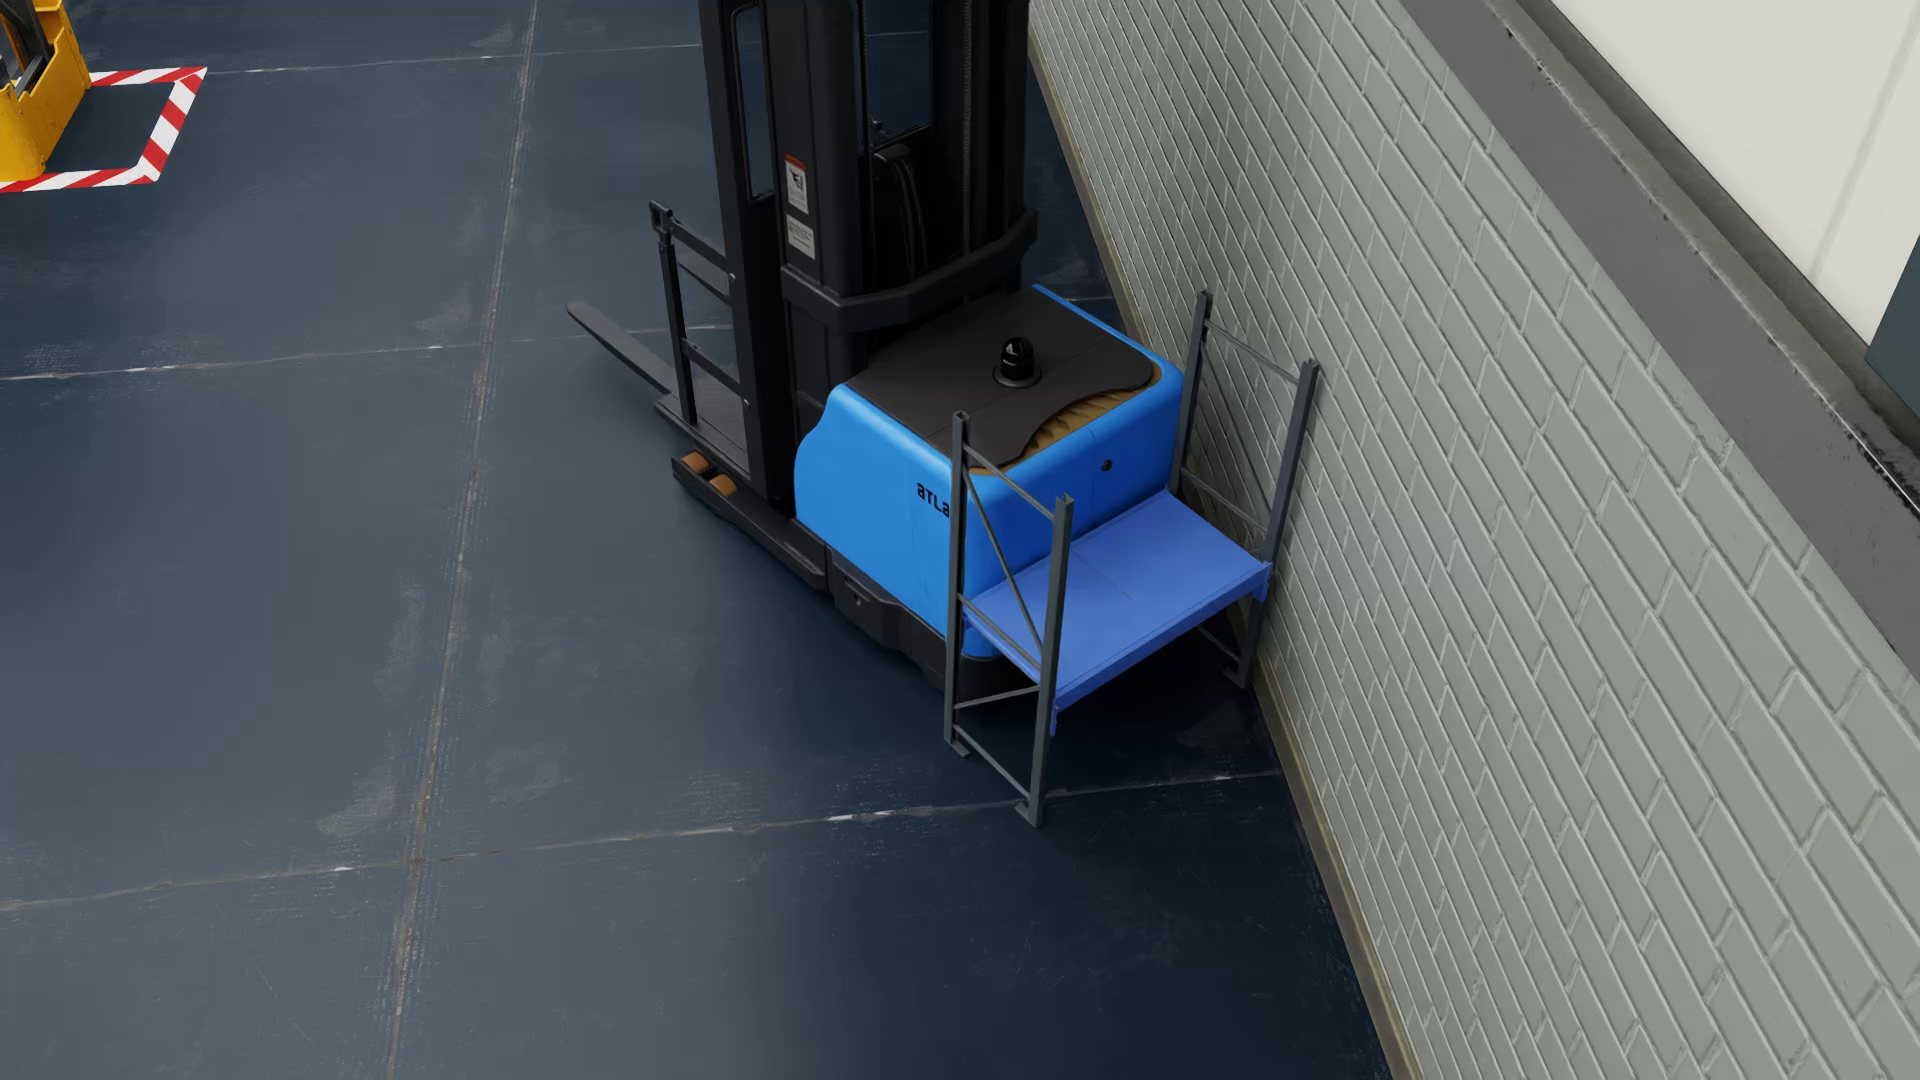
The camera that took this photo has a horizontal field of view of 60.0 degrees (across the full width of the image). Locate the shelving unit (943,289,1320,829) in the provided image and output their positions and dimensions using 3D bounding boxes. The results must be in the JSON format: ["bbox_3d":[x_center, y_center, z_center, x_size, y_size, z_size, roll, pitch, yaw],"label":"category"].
[{"bbox_3d":[0.524,0.084,5.521,1.048,1.500,0.538,-29,52,-28],"label":"shelving unit"}]

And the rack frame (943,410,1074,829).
[{"bbox_3d":[0.130,0.299,5.283,0.032,1.500,0.500,-29,52,-28],"label":"rack frame"}]

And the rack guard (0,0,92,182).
[{"bbox_3d":[-5.165,-2.484,9.131,0.348,0.500,1.175,-5,42,-6],"label":"rack guard"}]

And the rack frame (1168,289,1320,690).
[{"bbox_3d":[0.918,-0.131,5.760,0.032,1.500,0.500,-29,52,-28],"label":"rack frame"}]

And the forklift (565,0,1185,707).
[{"bbox_3d":[-0.549,-1.394,6.108,1.130,2.935,3.031,-31,50,-30],"label":"forklift"}]

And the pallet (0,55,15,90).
[{"bbox_3d":[-6.009,-2.320,9.165,1.213,0.211,1.003,-5,42,-6],"label":"pallet"}]

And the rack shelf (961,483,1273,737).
[{"bbox_3d":[0.519,0.214,5.646,1.000,0.185,0.538,-29,52,-28],"label":"rack shelf"}]

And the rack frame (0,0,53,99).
[{"bbox_3d":[-5.187,-3.402,8.282,0.127,3.000,1.000,-5,42,-6],"label":"rack frame"}]
